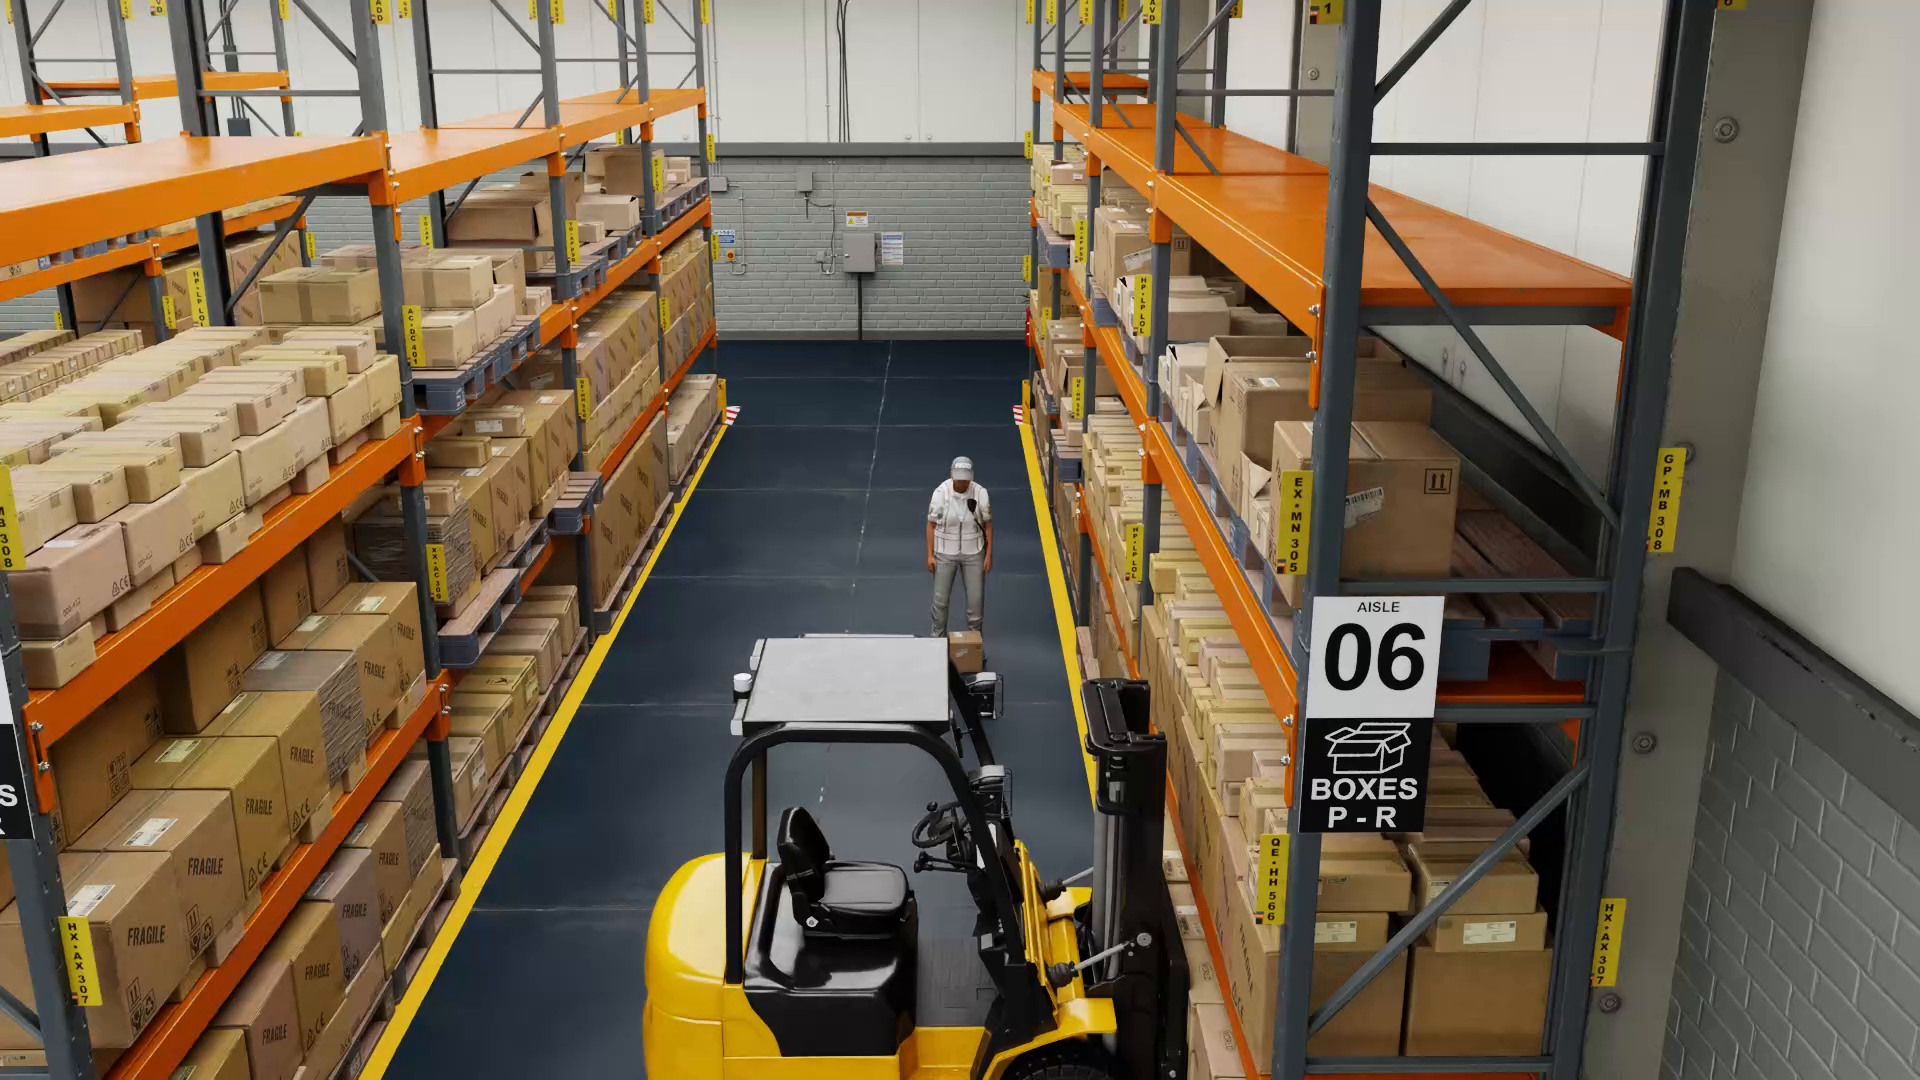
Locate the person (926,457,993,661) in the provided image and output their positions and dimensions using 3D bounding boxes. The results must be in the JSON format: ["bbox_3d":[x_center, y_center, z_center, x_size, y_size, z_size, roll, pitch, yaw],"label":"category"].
[{"bbox_3d":[-0.010,0.138,13.091,0.541,1.667,0.466,-1,17,-2],"label":"person"}]
